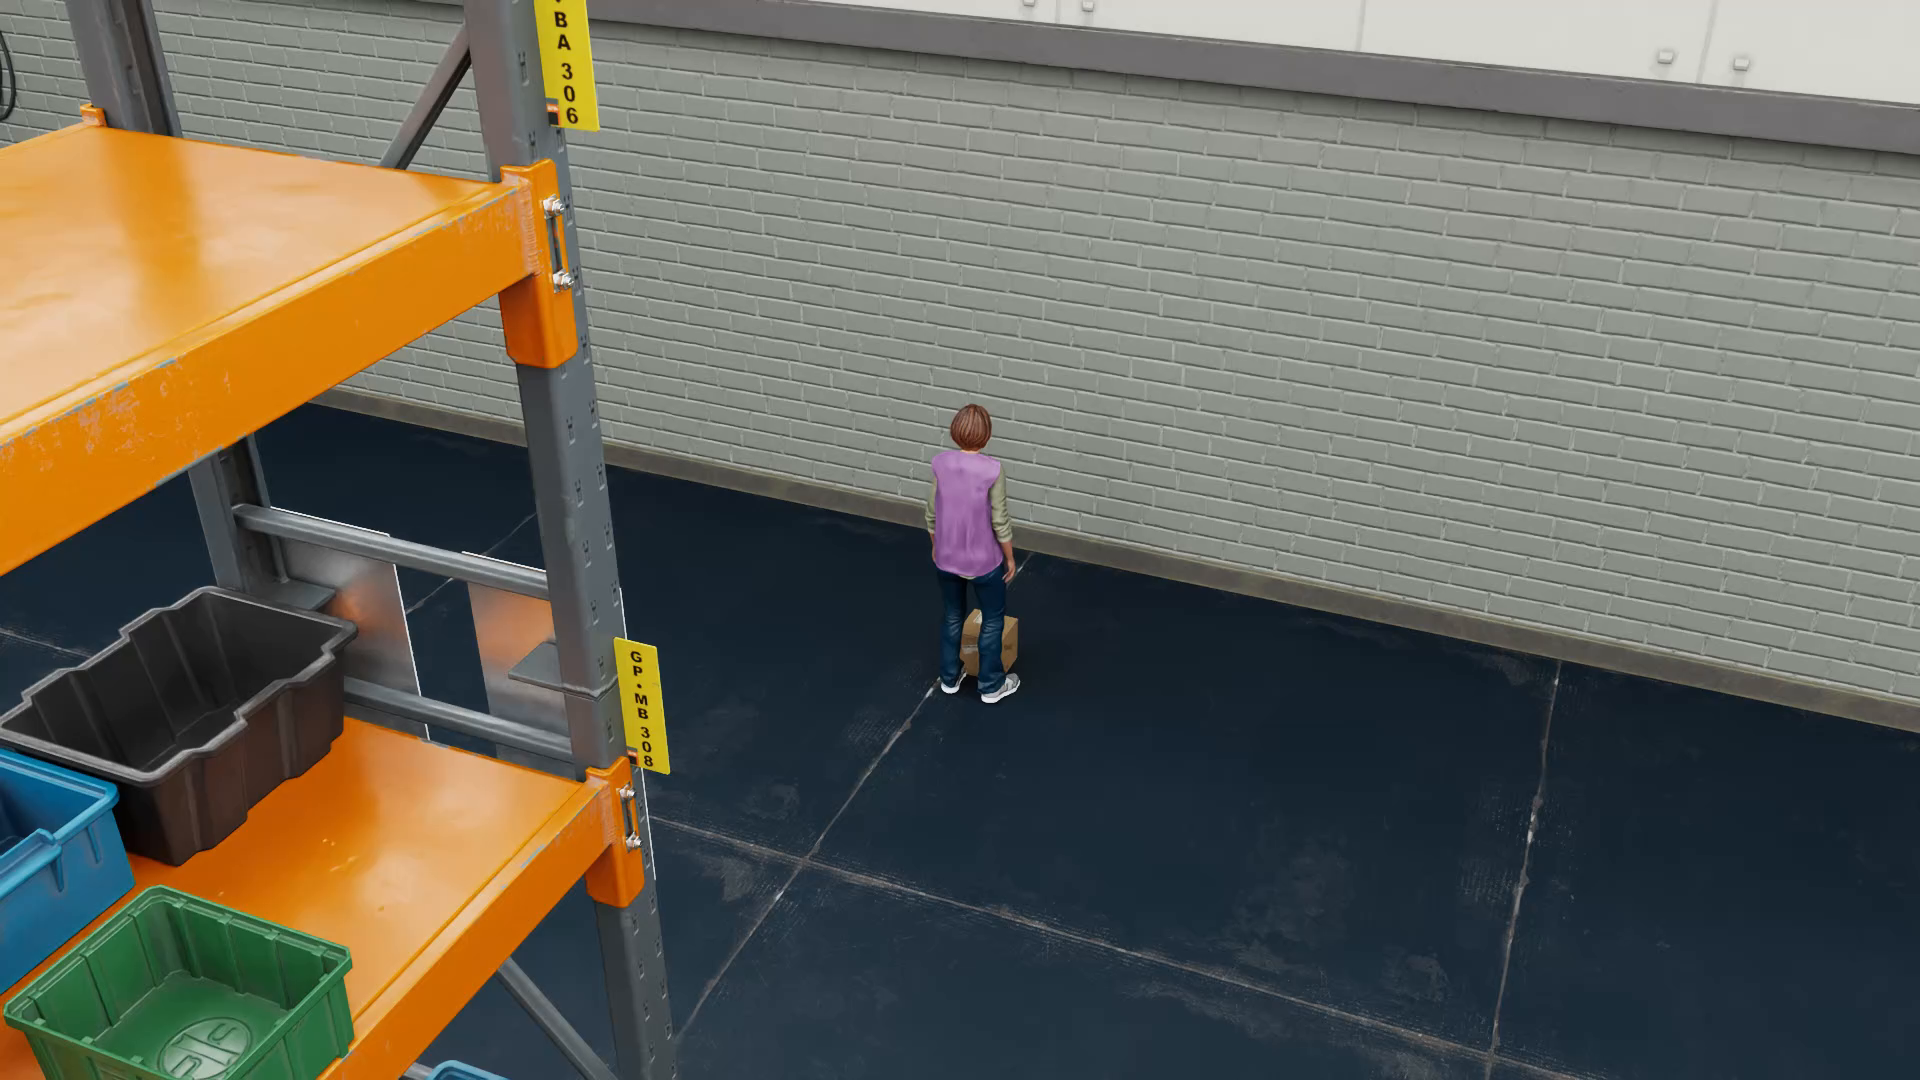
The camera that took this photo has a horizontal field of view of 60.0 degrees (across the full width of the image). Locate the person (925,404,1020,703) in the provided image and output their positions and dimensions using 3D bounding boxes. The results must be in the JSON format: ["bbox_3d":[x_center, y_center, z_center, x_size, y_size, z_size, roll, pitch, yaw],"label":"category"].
[{"bbox_3d":[0.051,0.086,8.248,0.461,1.593,0.344,12,32,20],"label":"person"}]
